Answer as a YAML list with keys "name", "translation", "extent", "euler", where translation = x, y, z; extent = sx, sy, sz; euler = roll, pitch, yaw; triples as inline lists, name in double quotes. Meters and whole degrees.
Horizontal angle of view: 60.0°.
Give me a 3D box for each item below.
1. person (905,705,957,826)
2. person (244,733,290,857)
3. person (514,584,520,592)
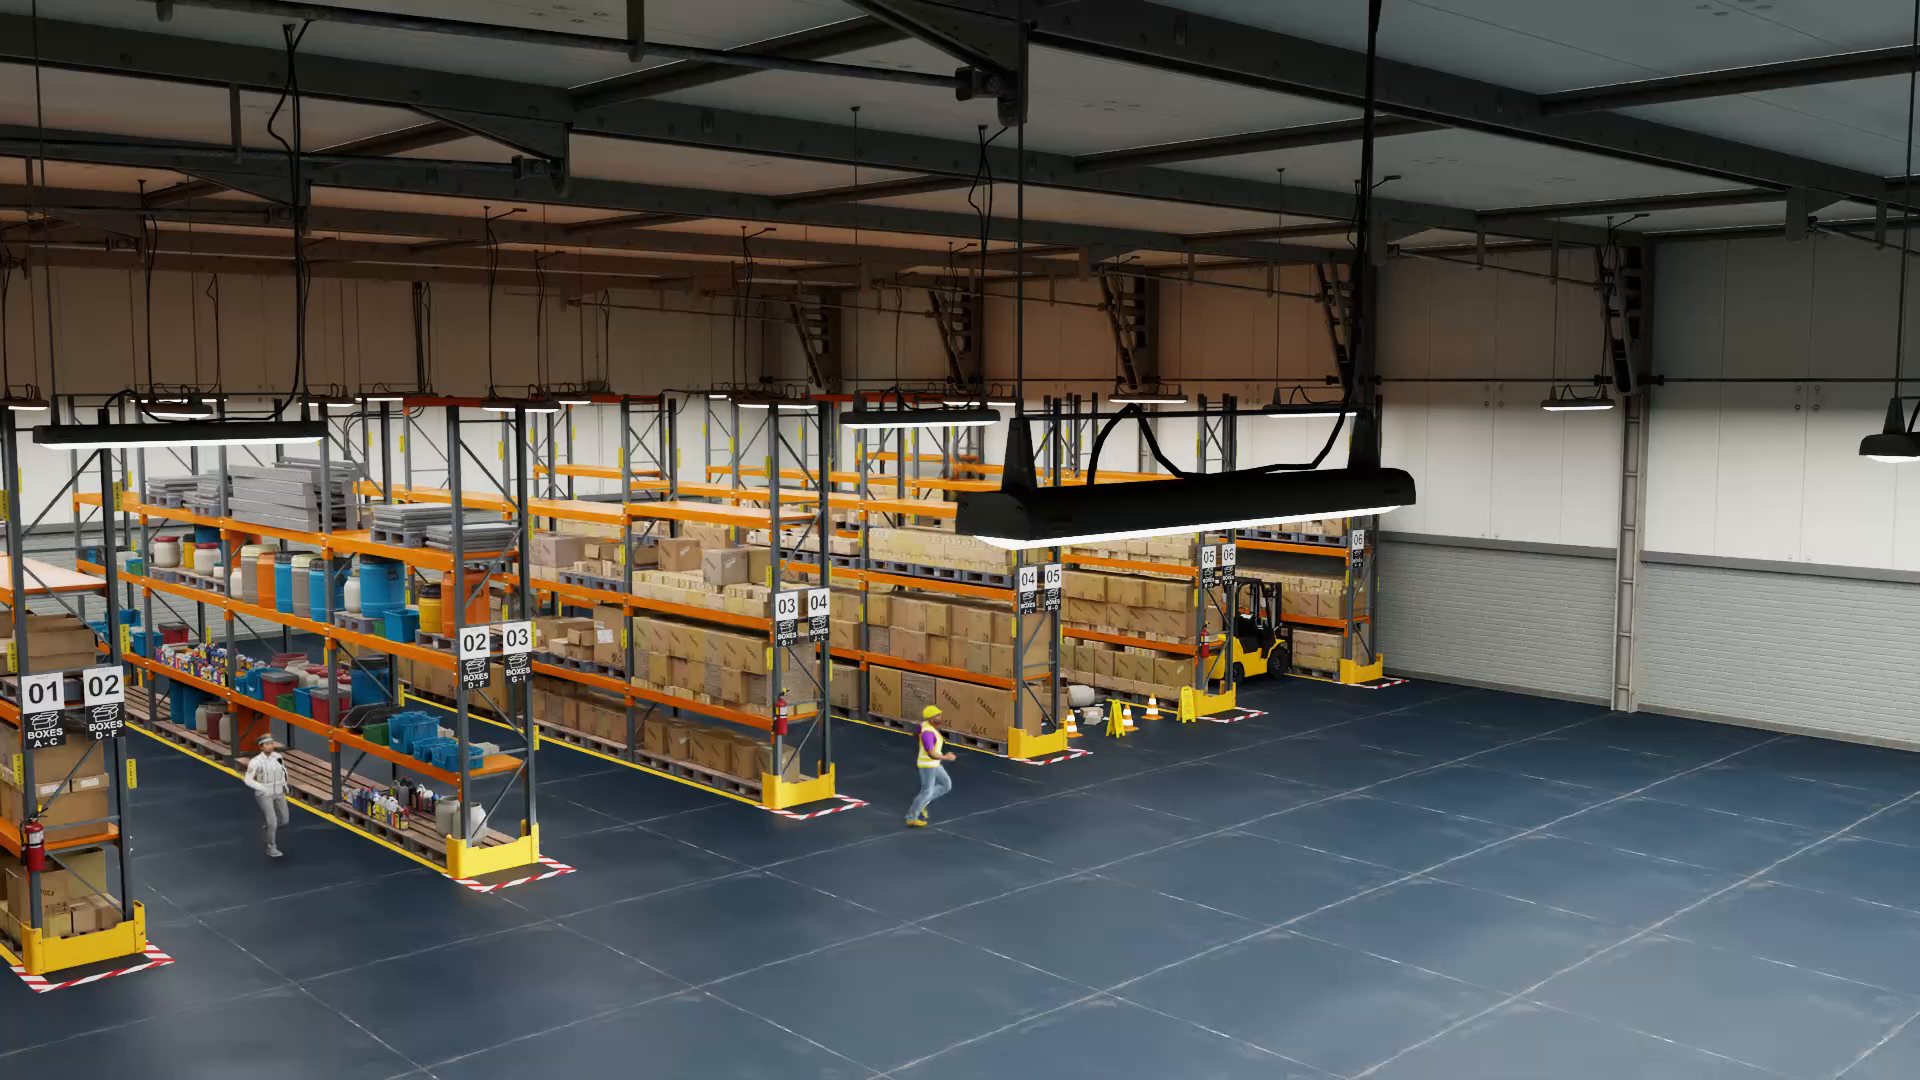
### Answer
- name: "person"
  translation: [-0.399, 3.185, 23.603]
  extent: [0.744, 1.715, 0.729]
  euler: [0, 6, 5]
- name: "person"
  translation: [-9.182, 3.373, 22.099]
  extent: [0.576, 1.648, 0.612]
  euler: [4, 7, 36]
- name: "person"
  translation: [-10.708, 1.604, 40.147]
  extent: [0.697, 1.779, 0.841]
  euler: [4, 7, 35]
